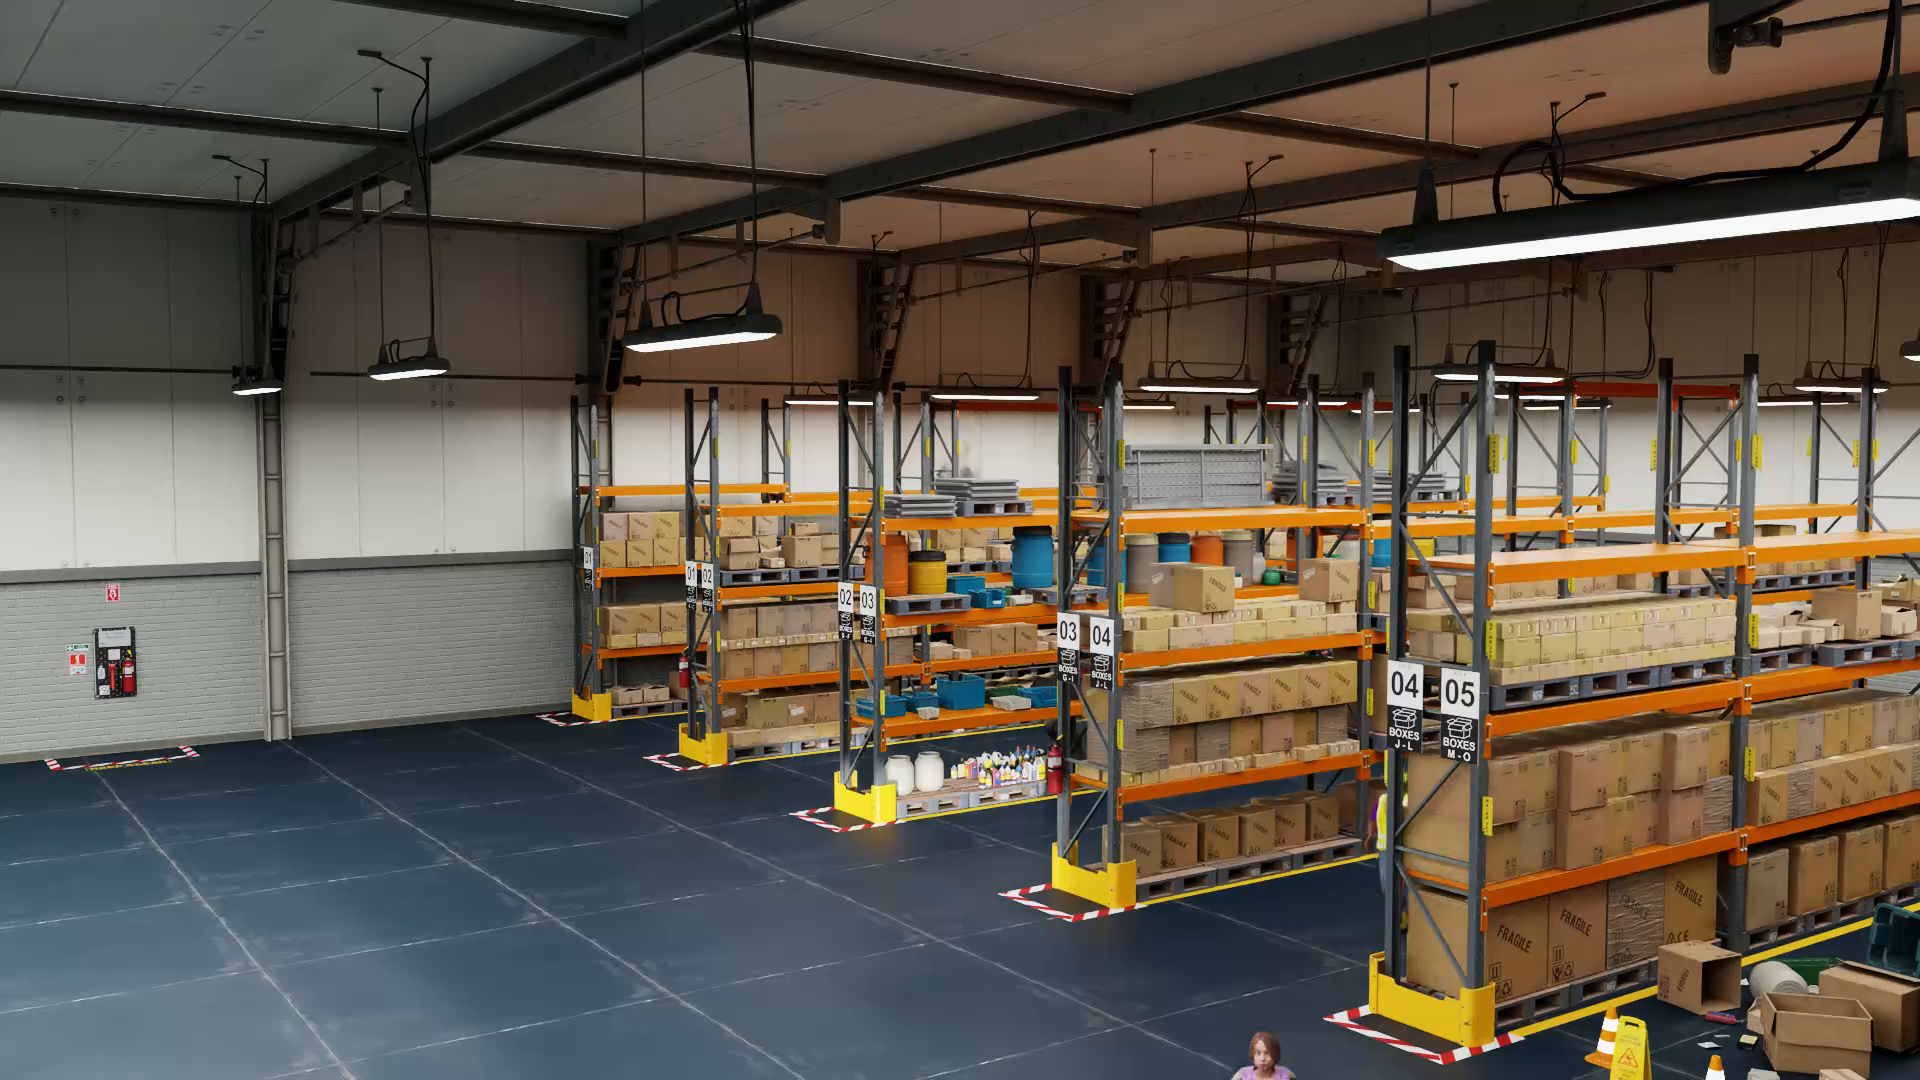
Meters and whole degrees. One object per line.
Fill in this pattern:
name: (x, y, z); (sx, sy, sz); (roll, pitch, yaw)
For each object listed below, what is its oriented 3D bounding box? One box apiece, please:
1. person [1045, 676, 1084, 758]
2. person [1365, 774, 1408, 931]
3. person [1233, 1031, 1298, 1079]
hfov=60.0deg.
person: (1.649, 2.741, 26.683); (0.784, 1.690, 0.536); (-3, 5, -41)
person: (4.534, 3.253, 17.355); (0.566, 1.721, 0.712); (-3, 5, -42)
person: (1.859, 3.770, 10.127); (0.552, 1.592, 0.849); (1, 4, 11)
